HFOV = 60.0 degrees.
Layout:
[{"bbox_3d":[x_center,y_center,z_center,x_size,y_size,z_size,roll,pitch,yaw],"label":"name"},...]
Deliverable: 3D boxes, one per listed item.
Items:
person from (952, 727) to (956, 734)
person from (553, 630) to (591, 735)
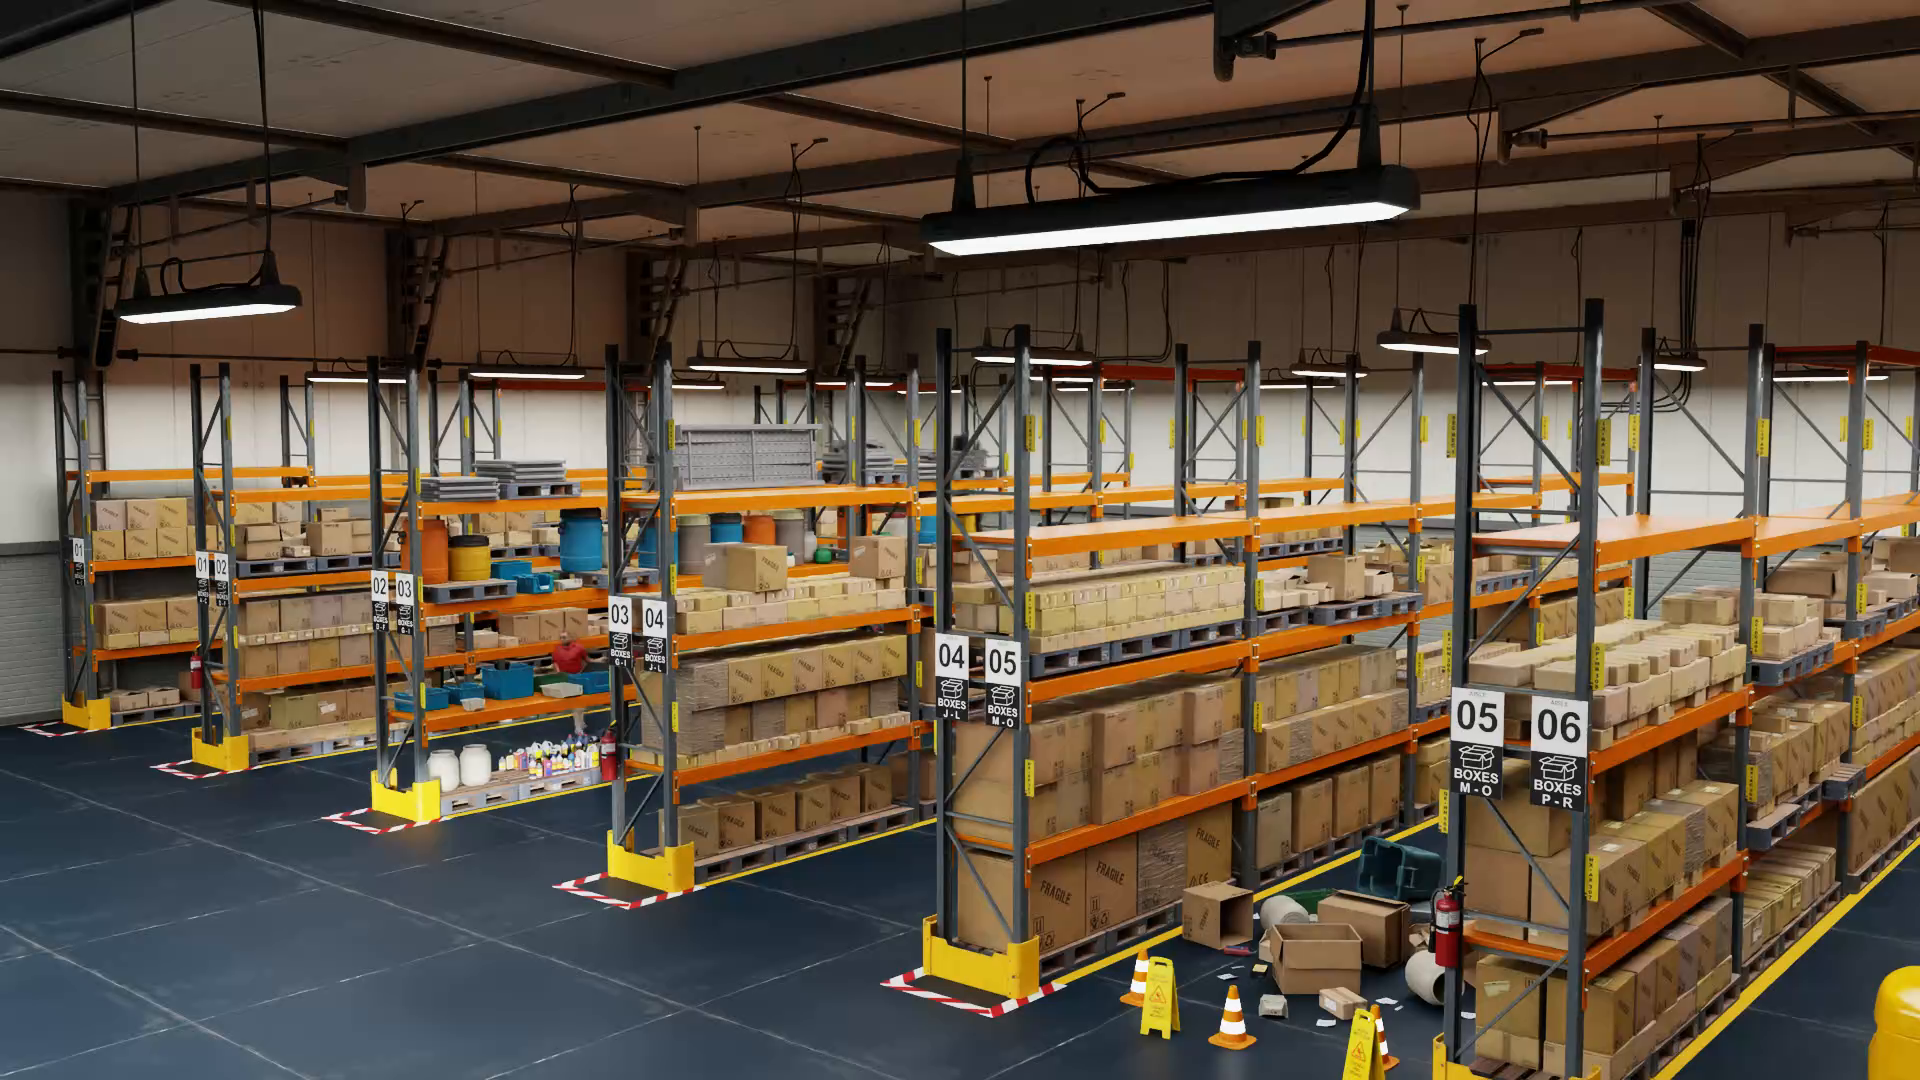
[{"bbox_3d":[0.067,2.339,27.764,0.743,1.715,1.052,2,5,28],"label":"person"},{"bbox_3d":[-6.398,2.310,27.378,0.628,1.680,0.920,0,4,3],"label":"person"}]
